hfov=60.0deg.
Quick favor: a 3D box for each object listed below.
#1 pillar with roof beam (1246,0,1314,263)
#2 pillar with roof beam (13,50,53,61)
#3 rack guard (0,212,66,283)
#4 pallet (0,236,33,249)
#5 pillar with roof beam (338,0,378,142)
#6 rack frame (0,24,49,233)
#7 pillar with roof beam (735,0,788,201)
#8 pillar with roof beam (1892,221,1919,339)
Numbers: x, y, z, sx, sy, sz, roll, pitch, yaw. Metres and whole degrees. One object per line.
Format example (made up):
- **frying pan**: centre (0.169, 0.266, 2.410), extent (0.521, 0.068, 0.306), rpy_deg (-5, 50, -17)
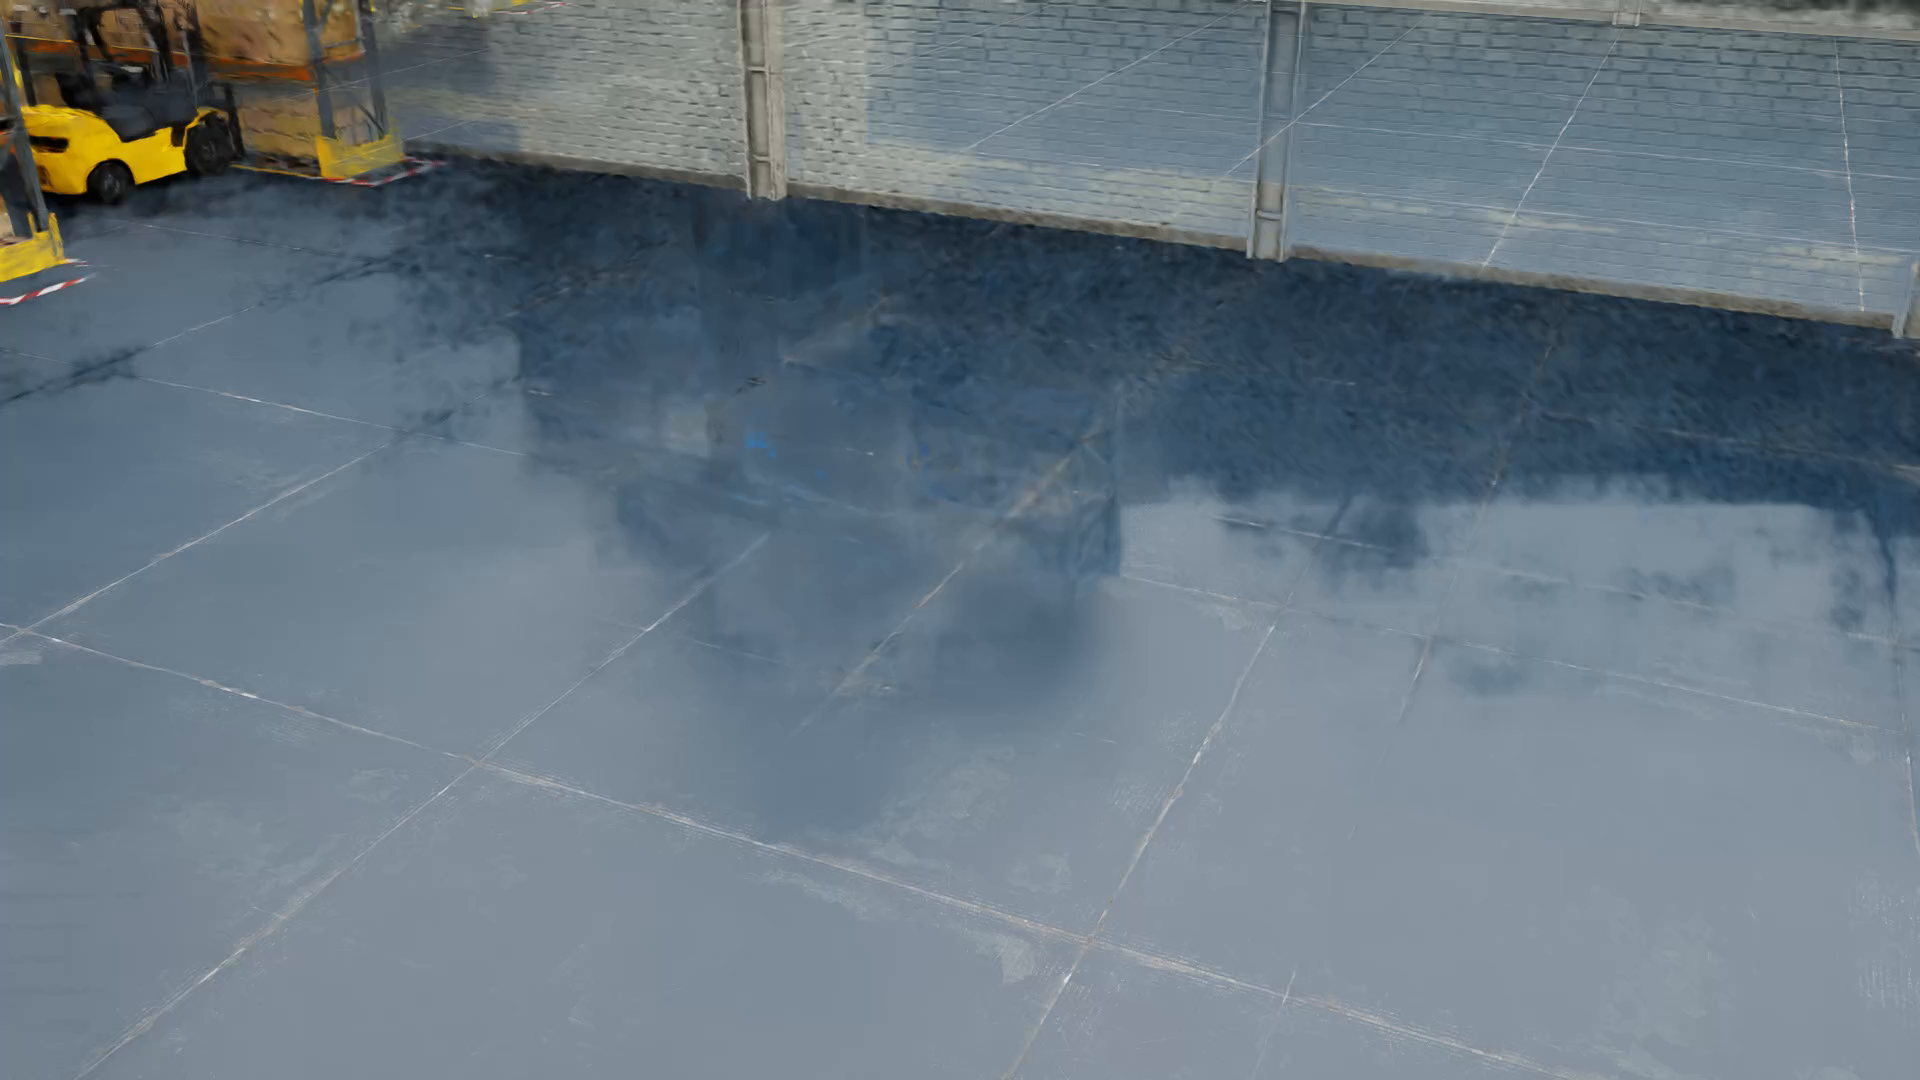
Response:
- **pillar with roof beam**: centre (3.334, -11.606, 23.136), extent (0.400, 9.000, 9.100), rpy_deg (11, 28, 22)
- **pillar with roof beam**: centre (-13.051, -14.897, 29.820), extent (0.400, 9.000, 9.100), rpy_deg (11, 28, 22)
- **rack guard**: centre (-7.667, -9.246, 27.963), extent (0.348, 0.500, 1.175), rpy_deg (11, 28, 22)
- **pallet**: centre (-8.392, -9.279, 28.358), extent (1.213, 0.211, 1.003), rpy_deg (11, 28, 22)
- **pillar with roof beam**: centre (-7.590, -13.800, 27.592), extent (0.400, 9.000, 9.100), rpy_deg (11, 28, 22)
- **rack frame**: centre (-7.598, -10.353, 27.383), extent (0.127, 3.000, 1.000), rpy_deg (11, 28, 22)
- **pillar with roof beam**: centre (-2.128, -12.703, 25.364), extent (0.400, 9.000, 9.100), rpy_deg (11, 28, 22)
- **pillar with roof beam**: centre (8.796, -10.509, 20.907), extent (0.400, 9.000, 9.100), rpy_deg (11, 28, 22)
